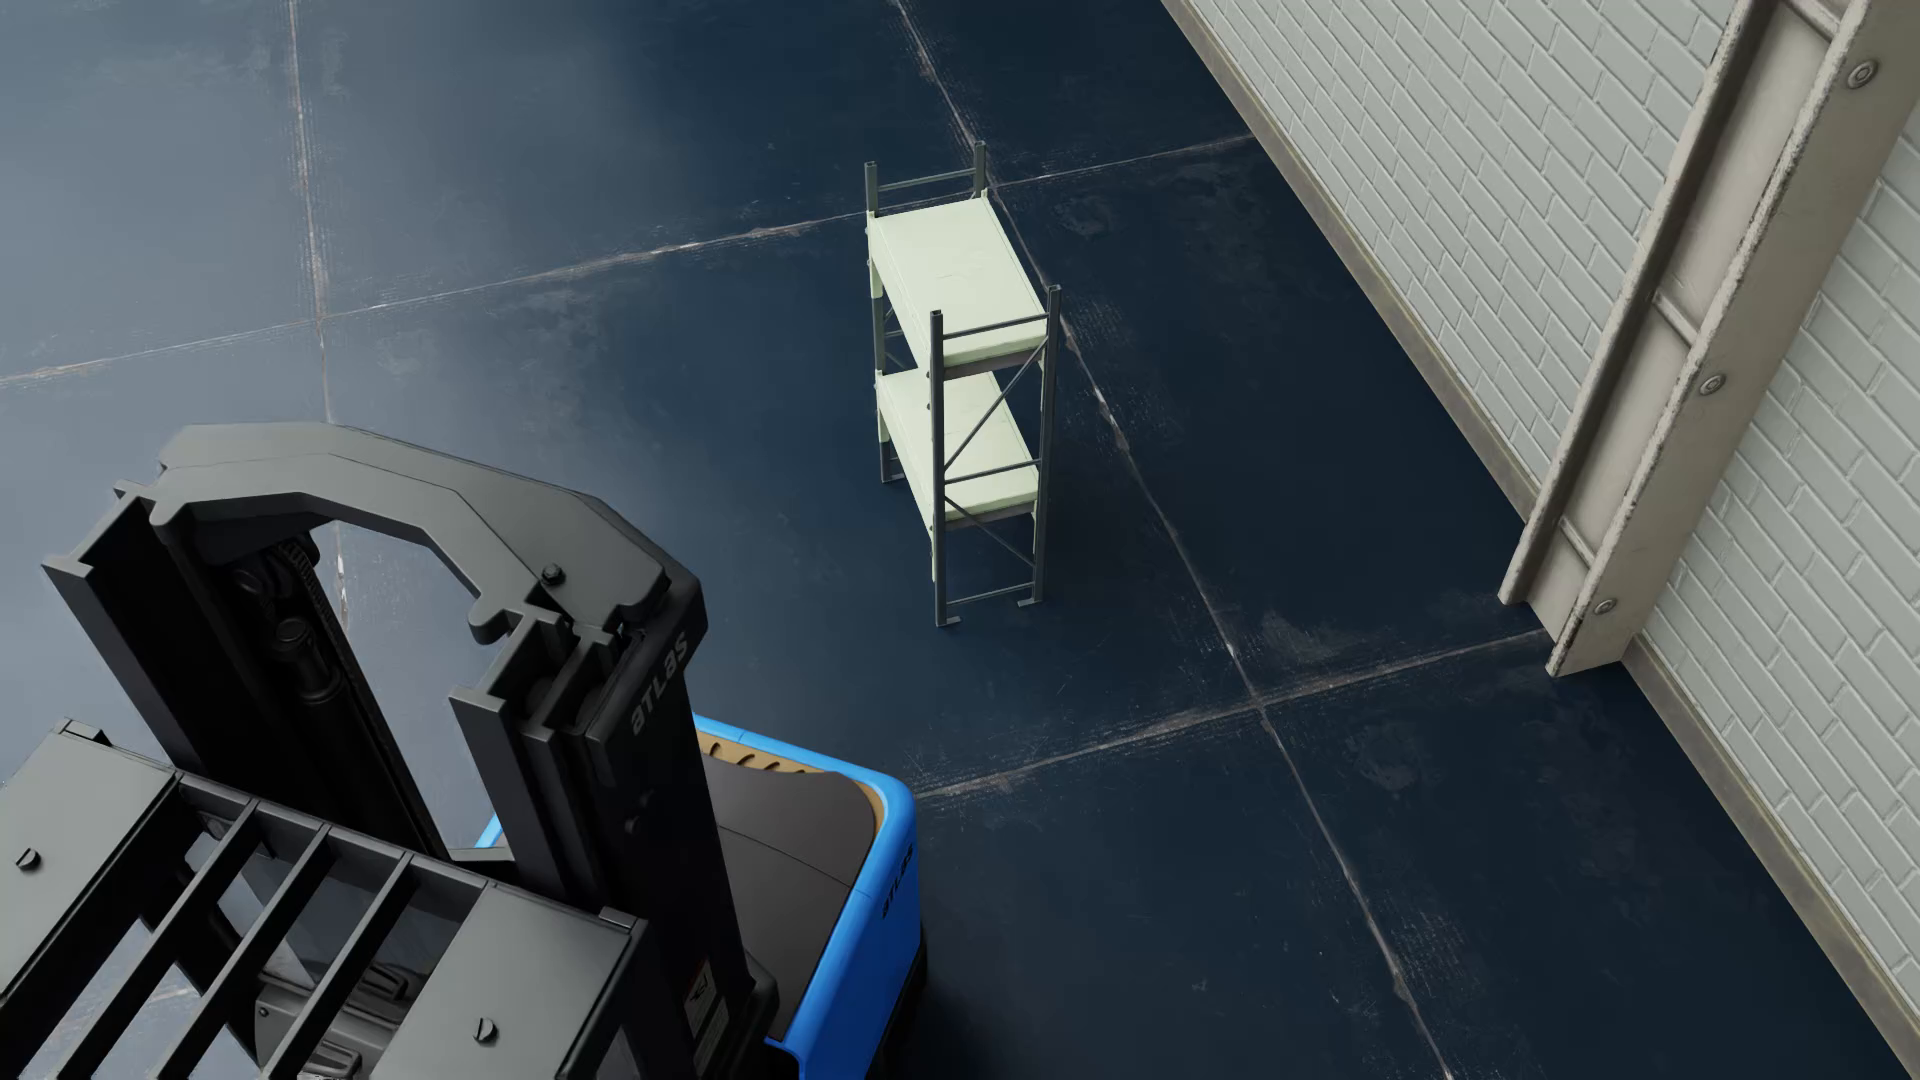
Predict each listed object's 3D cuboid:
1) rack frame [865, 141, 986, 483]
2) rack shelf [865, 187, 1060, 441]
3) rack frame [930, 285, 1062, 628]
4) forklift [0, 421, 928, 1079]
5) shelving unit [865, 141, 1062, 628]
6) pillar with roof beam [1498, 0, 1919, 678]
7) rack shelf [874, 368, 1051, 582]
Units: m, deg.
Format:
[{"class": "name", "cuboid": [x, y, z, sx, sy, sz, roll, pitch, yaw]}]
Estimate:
[{"class": "rack frame", "cuboid": [-0.110, -0.756, 5.906, 0.400, 1.500, 0.023, -13, 51, -11]}, {"class": "rack shelf", "cuboid": [-0.002, -0.740, 5.382, 0.431, 0.370, 0.720, -13, 51, -11]}, {"class": "rack frame", "cuboid": [0.106, -0.221, 5.455, 0.400, 1.500, 0.023, -13, 51, -11]}, {"class": "forklift", "cuboid": [-1.082, 1.315, 3.225, 1.130, 2.935, 3.031, 16, 52, 13]}, {"class": "shelving unit", "cuboid": [-0.002, -0.488, 5.681, 0.431, 1.500, 0.755, -13, 51, -11]}, {"class": "pillar with roof beam", "cuboid": [-1.943, -1.621, 1.731, 9.100, 9.000, 0.400, -13, 51, -11]}, {"class": "rack shelf", "cuboid": [-0.002, -0.278, 5.930, 0.431, 0.370, 0.720, -13, 51, -11]}]
